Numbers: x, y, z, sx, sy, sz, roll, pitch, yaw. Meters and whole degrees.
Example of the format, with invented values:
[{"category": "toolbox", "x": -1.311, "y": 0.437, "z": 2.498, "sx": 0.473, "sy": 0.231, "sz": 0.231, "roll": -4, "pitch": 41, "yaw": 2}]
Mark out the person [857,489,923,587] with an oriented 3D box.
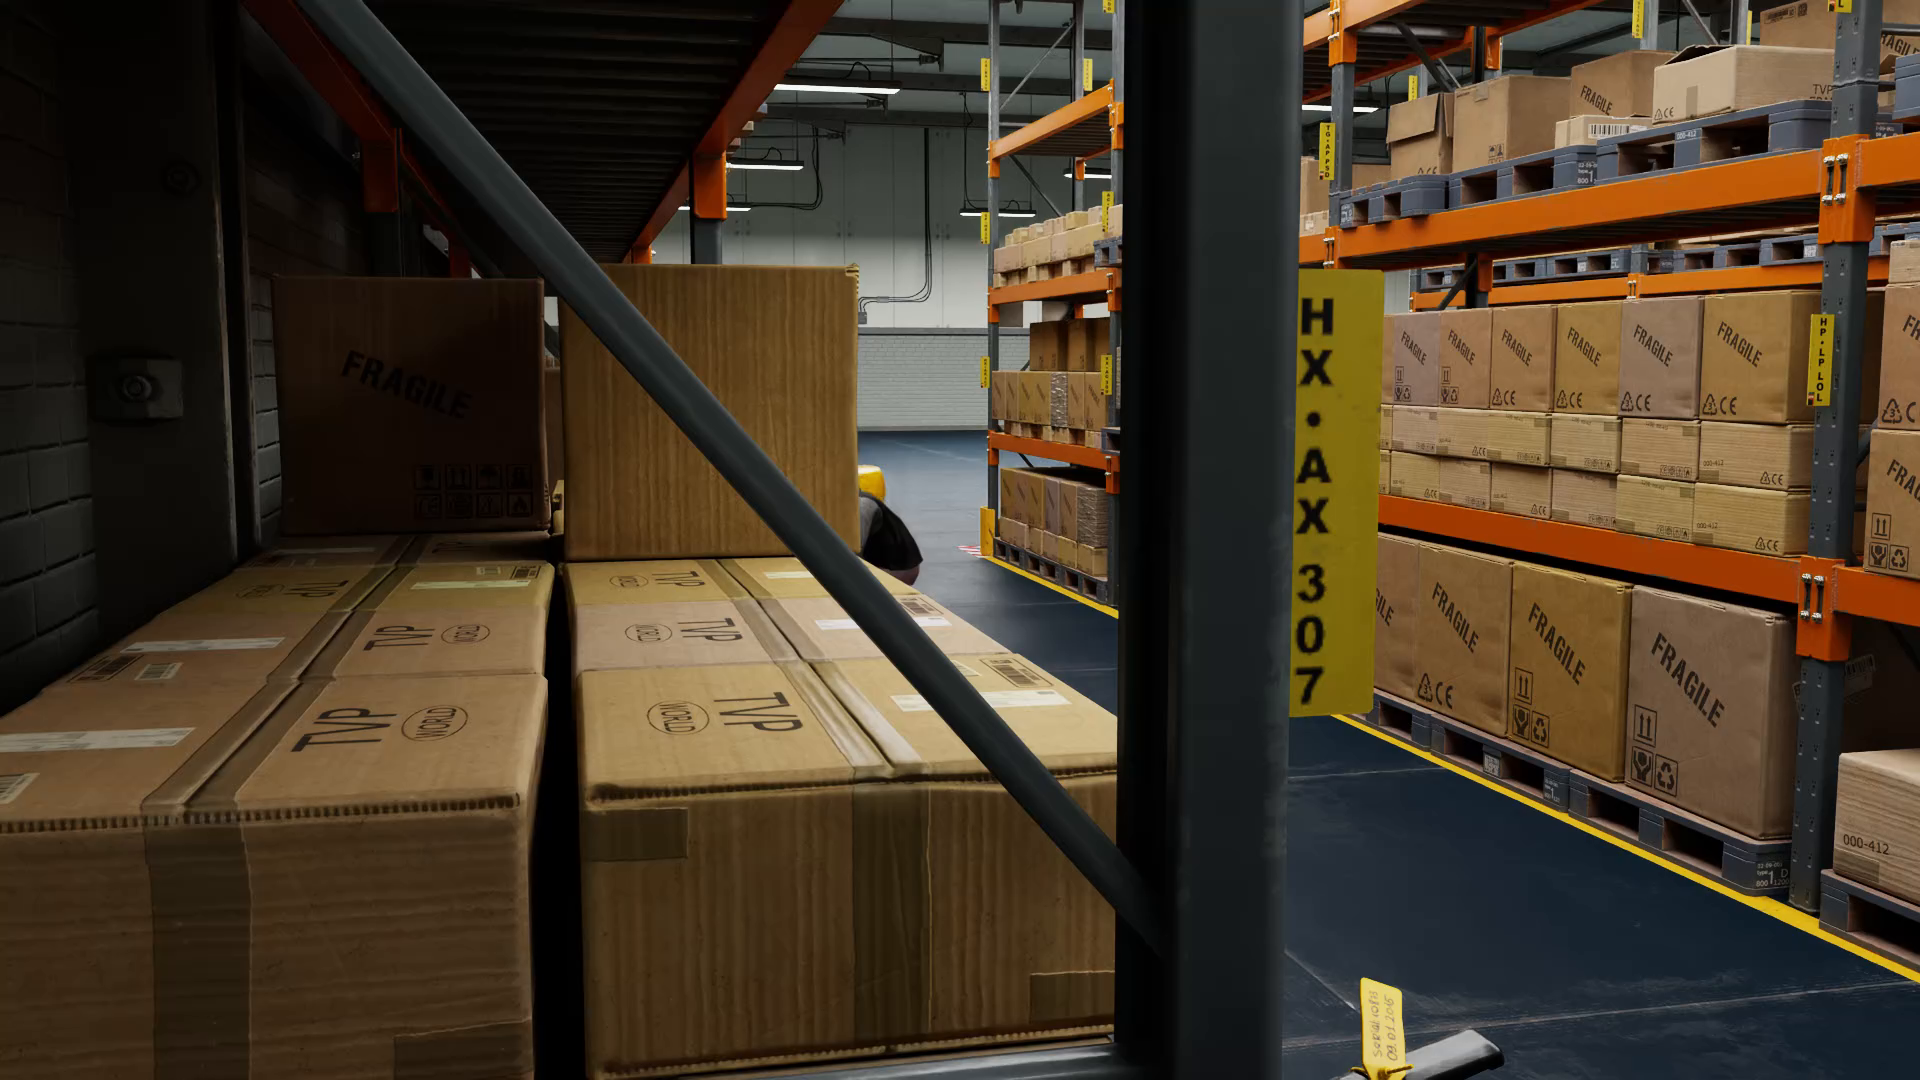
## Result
[{"category": "person", "x": -0.618, "y": 0.266, "z": 10.870, "sx": 0.740, "sy": 1.238, "sz": 0.591, "roll": -1, "pitch": 6, "yaw": -14}]
